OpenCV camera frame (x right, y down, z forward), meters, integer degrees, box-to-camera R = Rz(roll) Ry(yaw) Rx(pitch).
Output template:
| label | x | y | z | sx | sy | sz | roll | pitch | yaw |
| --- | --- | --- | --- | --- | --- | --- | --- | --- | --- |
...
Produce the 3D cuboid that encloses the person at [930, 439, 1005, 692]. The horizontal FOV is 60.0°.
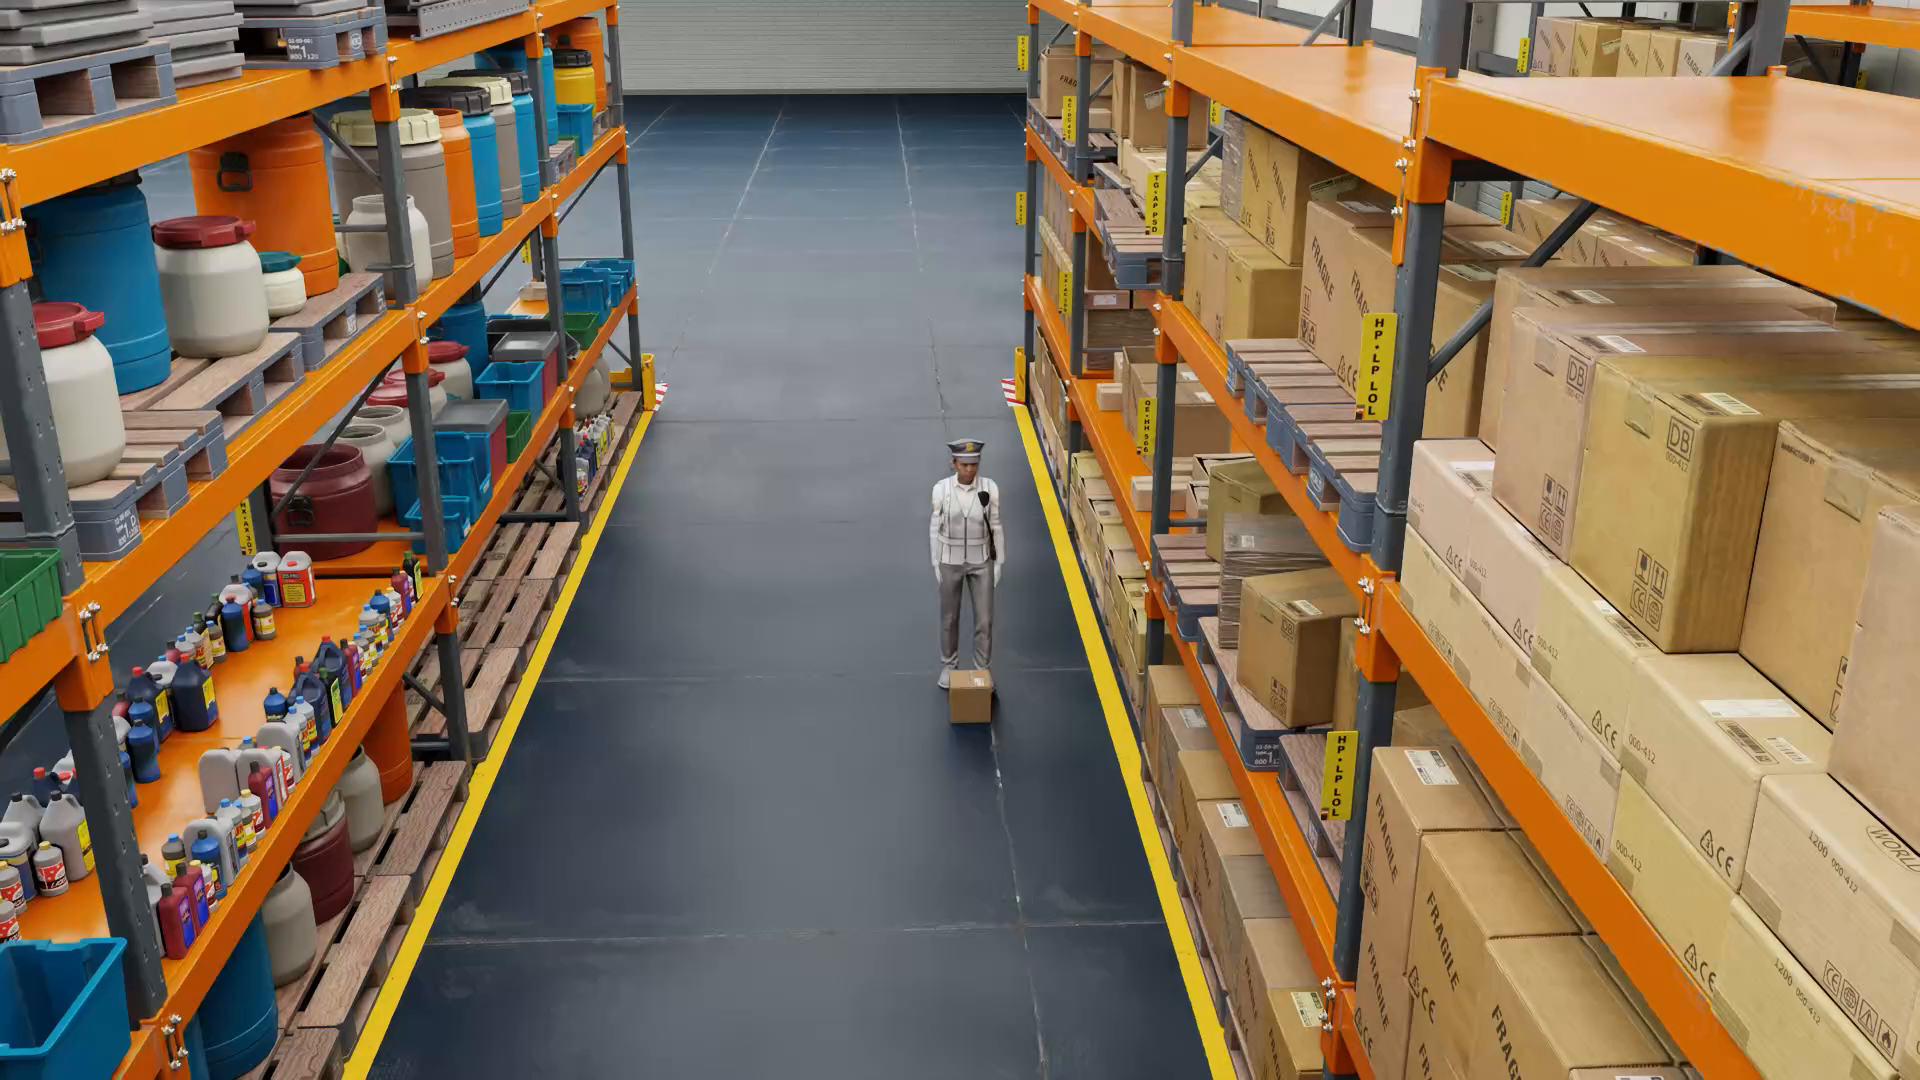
| label | x | y | z | sx | sy | sz | roll | pitch | yaw |
| --- | --- | --- | --- | --- | --- | --- | --- | --- | --- |
| person | 0.050 | 0.164 | 10.615 | 0.481 | 1.679 | 0.403 | -1 | 21 | -3 |
